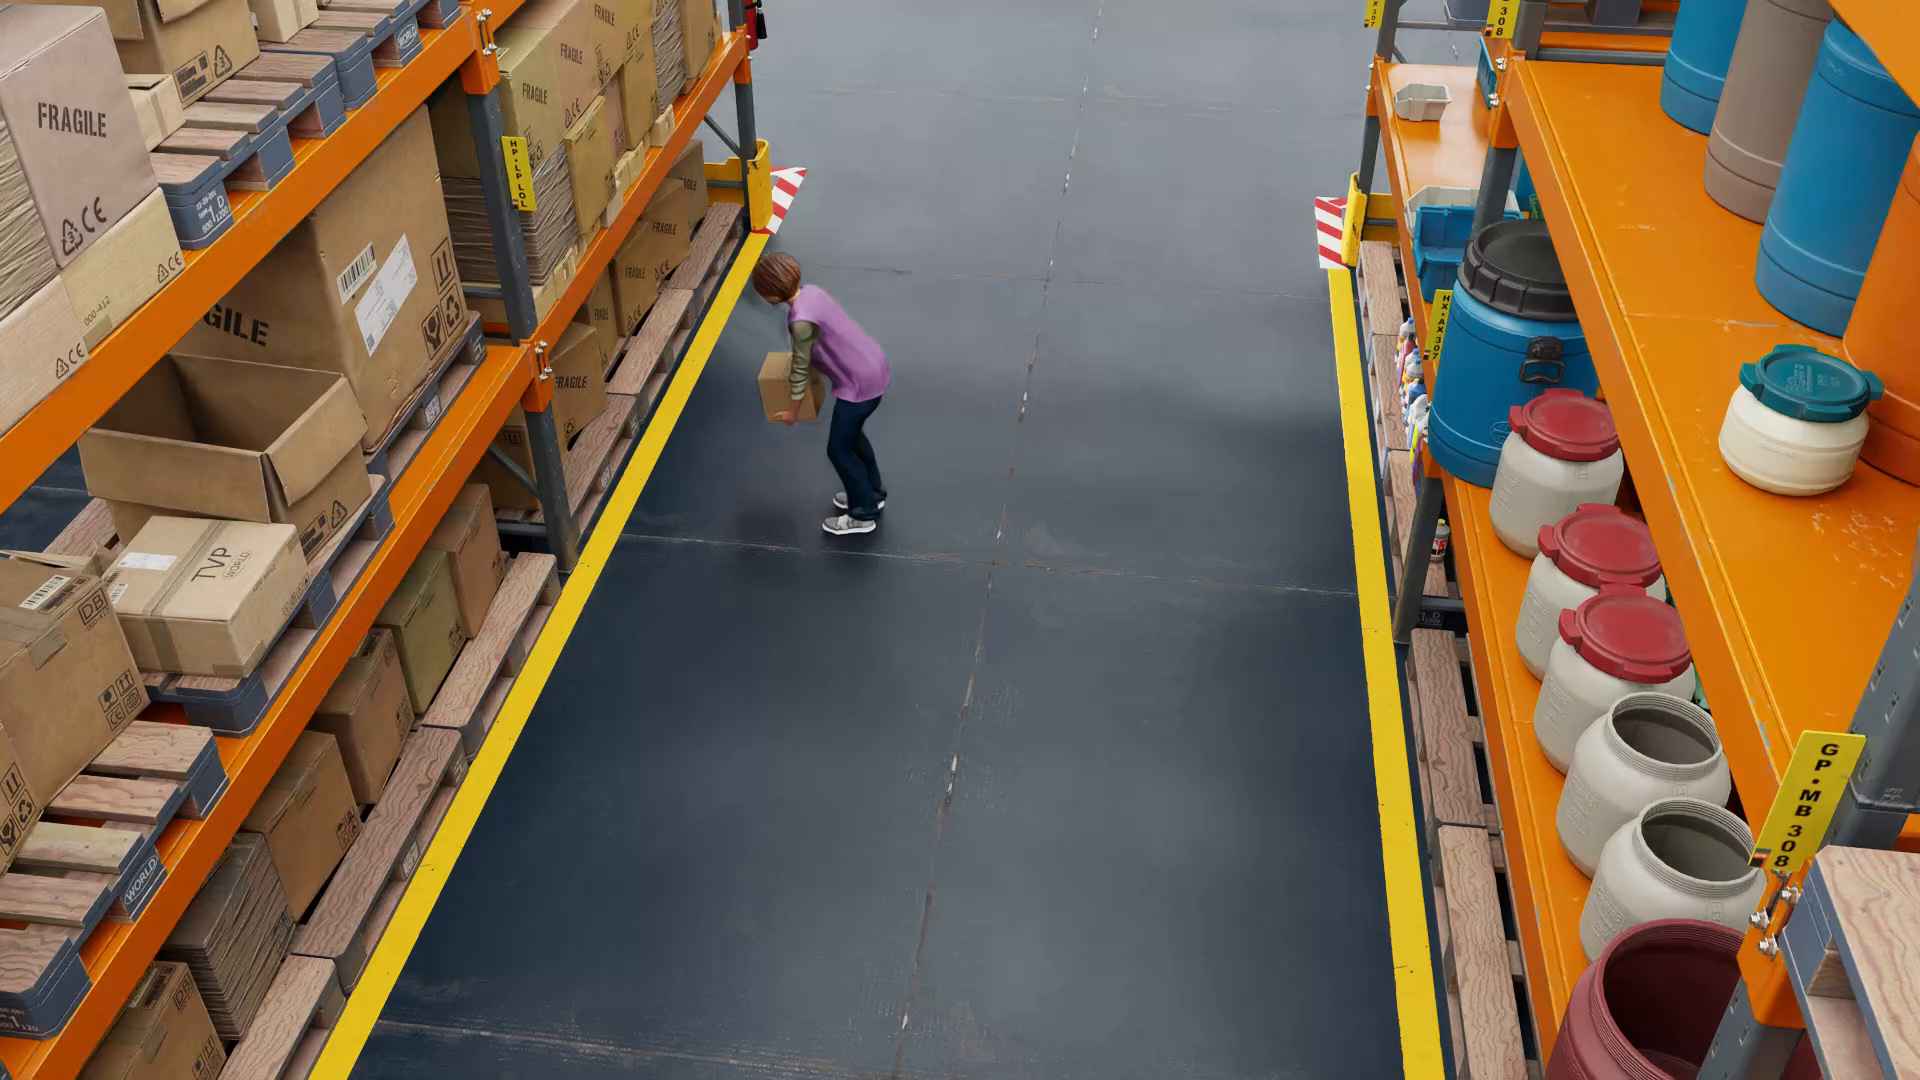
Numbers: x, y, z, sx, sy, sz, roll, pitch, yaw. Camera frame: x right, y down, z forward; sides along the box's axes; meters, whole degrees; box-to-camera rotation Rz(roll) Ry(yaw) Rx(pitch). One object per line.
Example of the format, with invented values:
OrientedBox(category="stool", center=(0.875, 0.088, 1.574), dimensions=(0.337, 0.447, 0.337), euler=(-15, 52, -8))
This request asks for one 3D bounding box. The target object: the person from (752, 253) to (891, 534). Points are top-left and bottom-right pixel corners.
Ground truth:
OrientedBox(category="person", center=(-0.652, -0.704, 8.115), dimensions=(0.635, 1.456, 0.375), euler=(4, 37, 5))
